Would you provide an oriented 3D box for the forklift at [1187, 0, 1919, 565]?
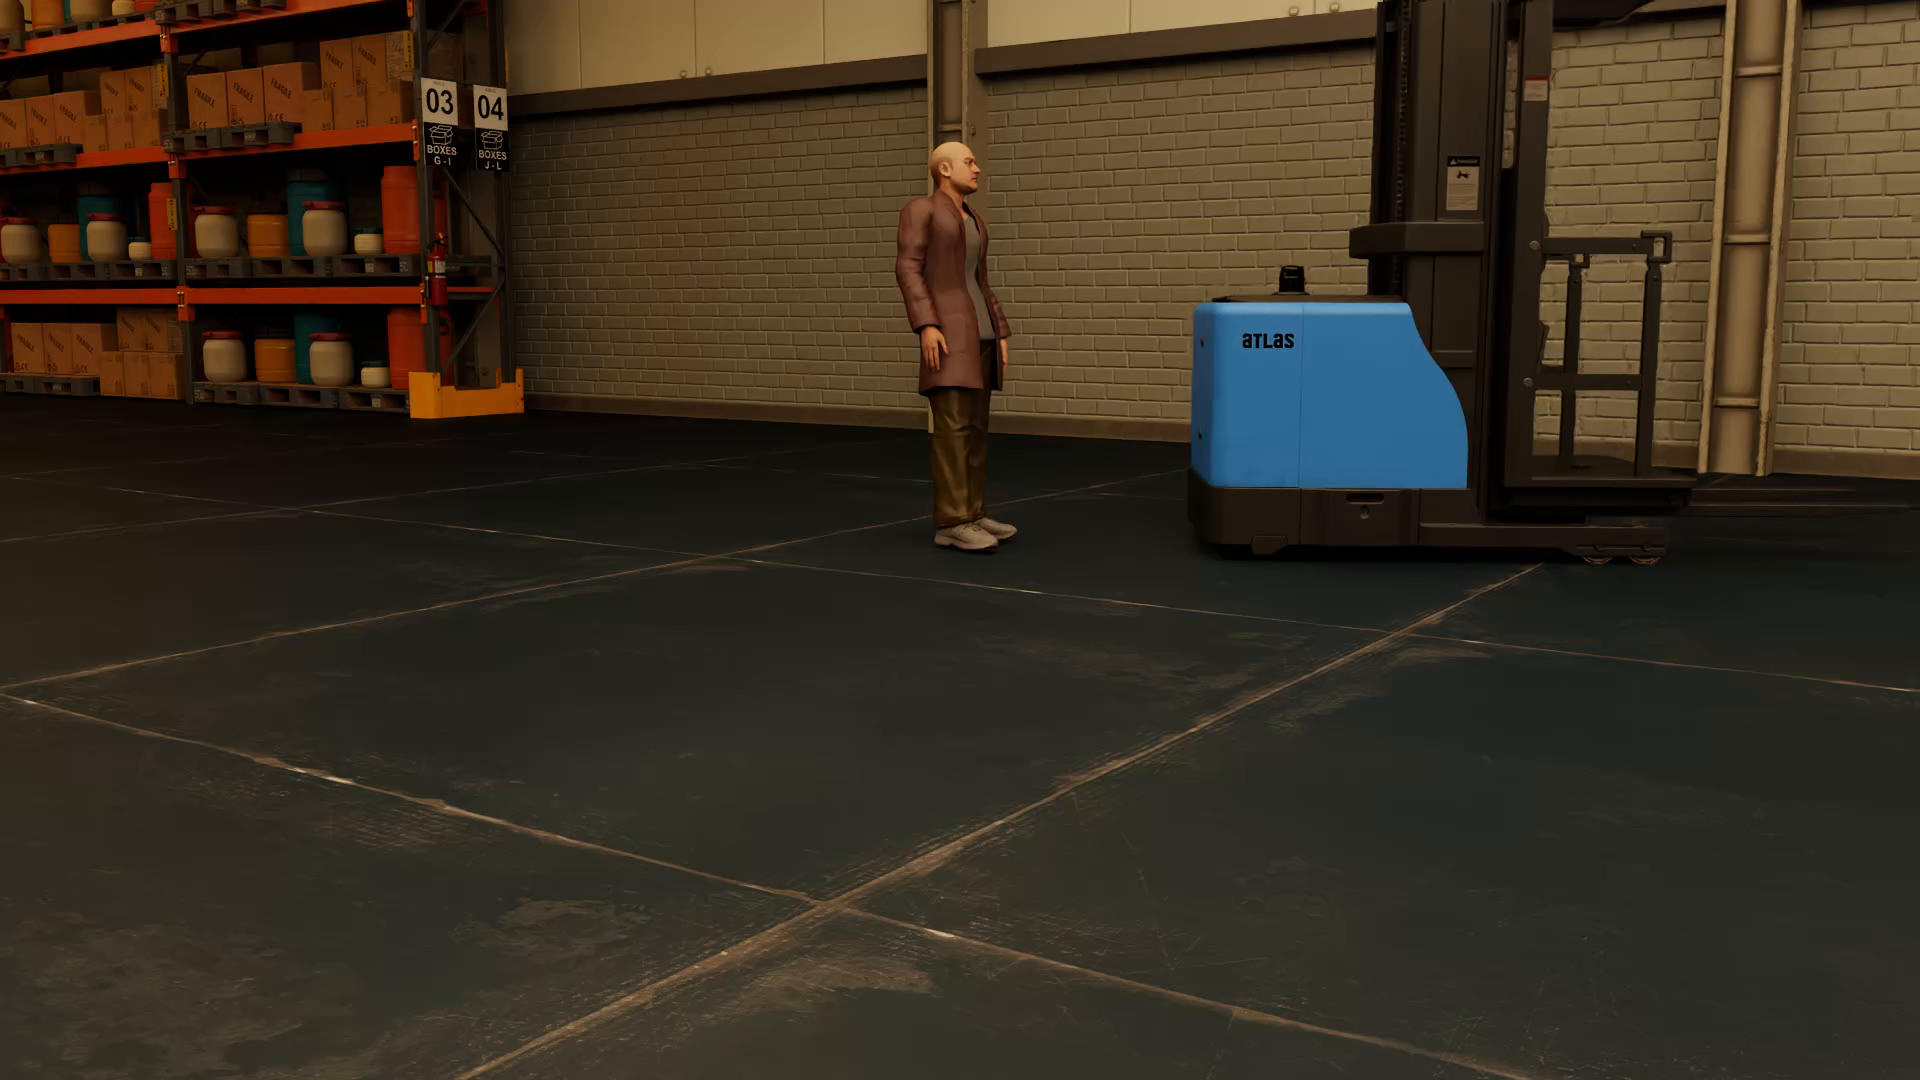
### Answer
[{"bbox_3d":[2.572,-1.424,7.209,3.031,2.935,1.130,0,8,2],"label":"forklift"}]

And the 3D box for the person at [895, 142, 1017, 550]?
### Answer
[{"bbox_3d":[0.073,-0.879,7.423,0.582,1.775,0.694,5,10,34],"label":"person"}]
